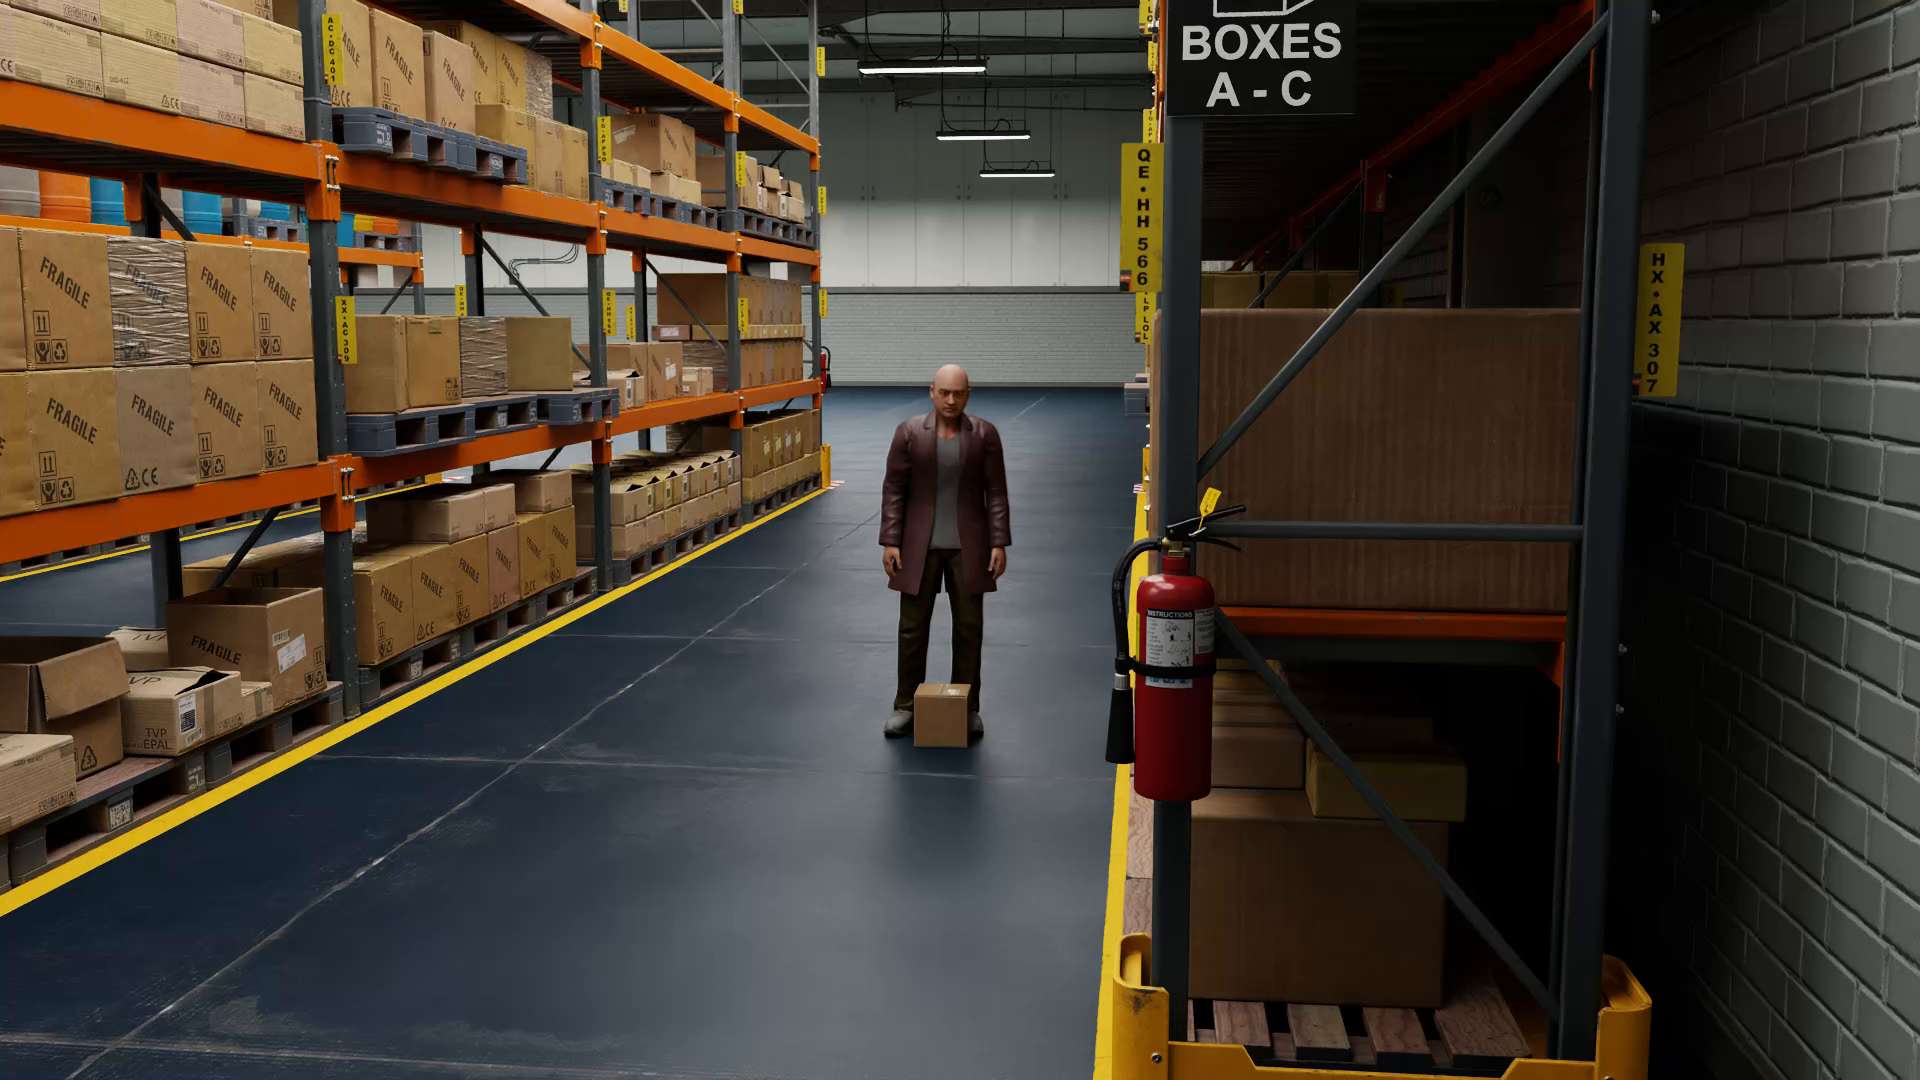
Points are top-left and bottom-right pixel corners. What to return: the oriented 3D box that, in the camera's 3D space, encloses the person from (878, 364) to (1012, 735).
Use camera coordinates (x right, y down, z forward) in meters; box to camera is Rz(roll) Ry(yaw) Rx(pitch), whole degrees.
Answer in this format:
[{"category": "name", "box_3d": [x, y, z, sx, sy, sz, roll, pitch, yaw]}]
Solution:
[{"category": "person", "box_3d": [-0.071, 0.042, 8.026, 0.645, 1.772, 0.429, 0, 7, -2]}]
